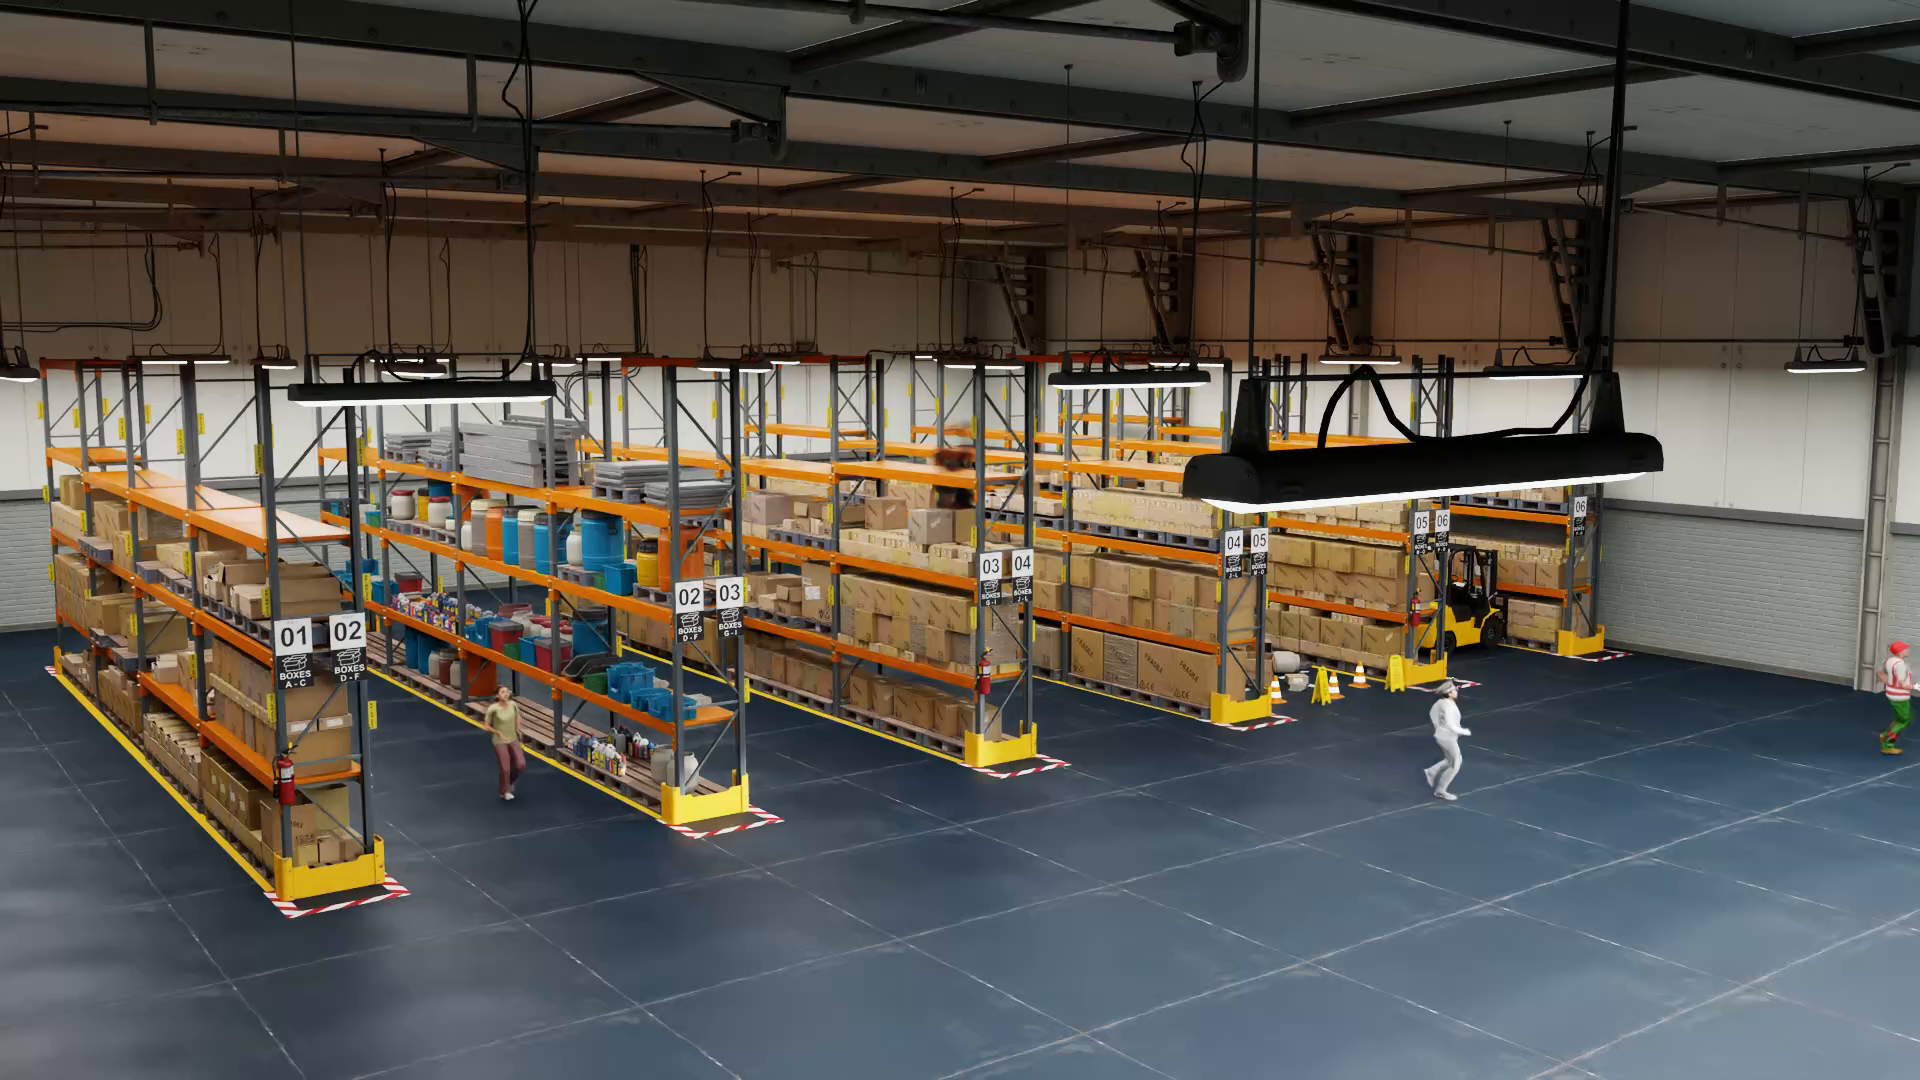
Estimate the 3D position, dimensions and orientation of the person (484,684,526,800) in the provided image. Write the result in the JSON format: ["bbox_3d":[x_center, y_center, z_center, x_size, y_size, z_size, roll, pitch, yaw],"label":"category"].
[{"bbox_3d":[-6.232,2.778,22.853,0.556,1.626,0.520,-5,9,-38],"label":"person"}]

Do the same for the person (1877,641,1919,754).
[{"bbox_3d":[14.414,2.405,25.425,0.581,1.741,0.643,2,7,13],"label":"person"}]

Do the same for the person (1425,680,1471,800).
[{"bbox_3d":[6.768,2.755,23.016,0.538,1.666,0.658,0,7,2],"label":"person"}]
